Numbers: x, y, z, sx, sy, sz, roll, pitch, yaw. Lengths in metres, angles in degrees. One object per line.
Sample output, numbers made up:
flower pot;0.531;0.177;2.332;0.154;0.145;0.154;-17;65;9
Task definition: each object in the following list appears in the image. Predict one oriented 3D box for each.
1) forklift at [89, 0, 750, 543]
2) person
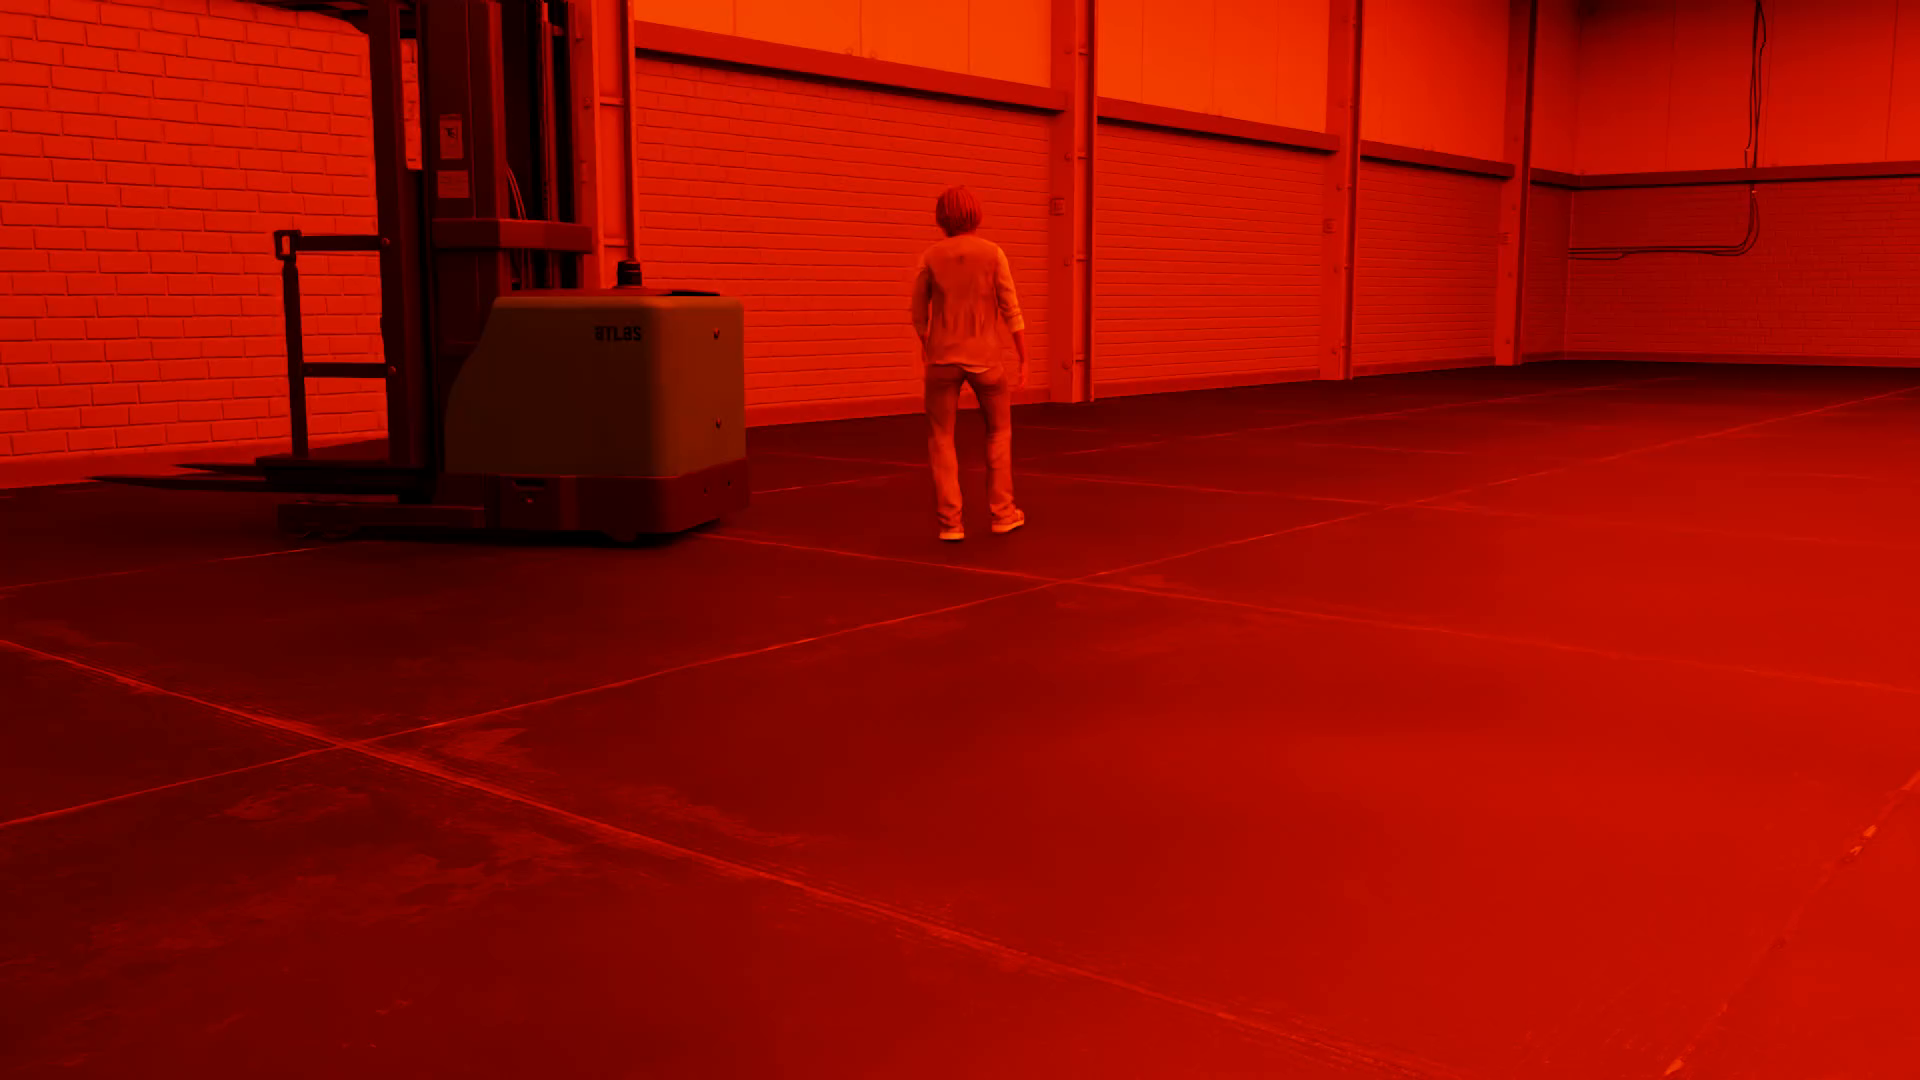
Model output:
forklift;-2.584;-1.525;7.703;3.031;2.935;1.130;2;9;12
person;0.043;-0.786;7.449;0.528;1.553;0.586;0;8;-1
